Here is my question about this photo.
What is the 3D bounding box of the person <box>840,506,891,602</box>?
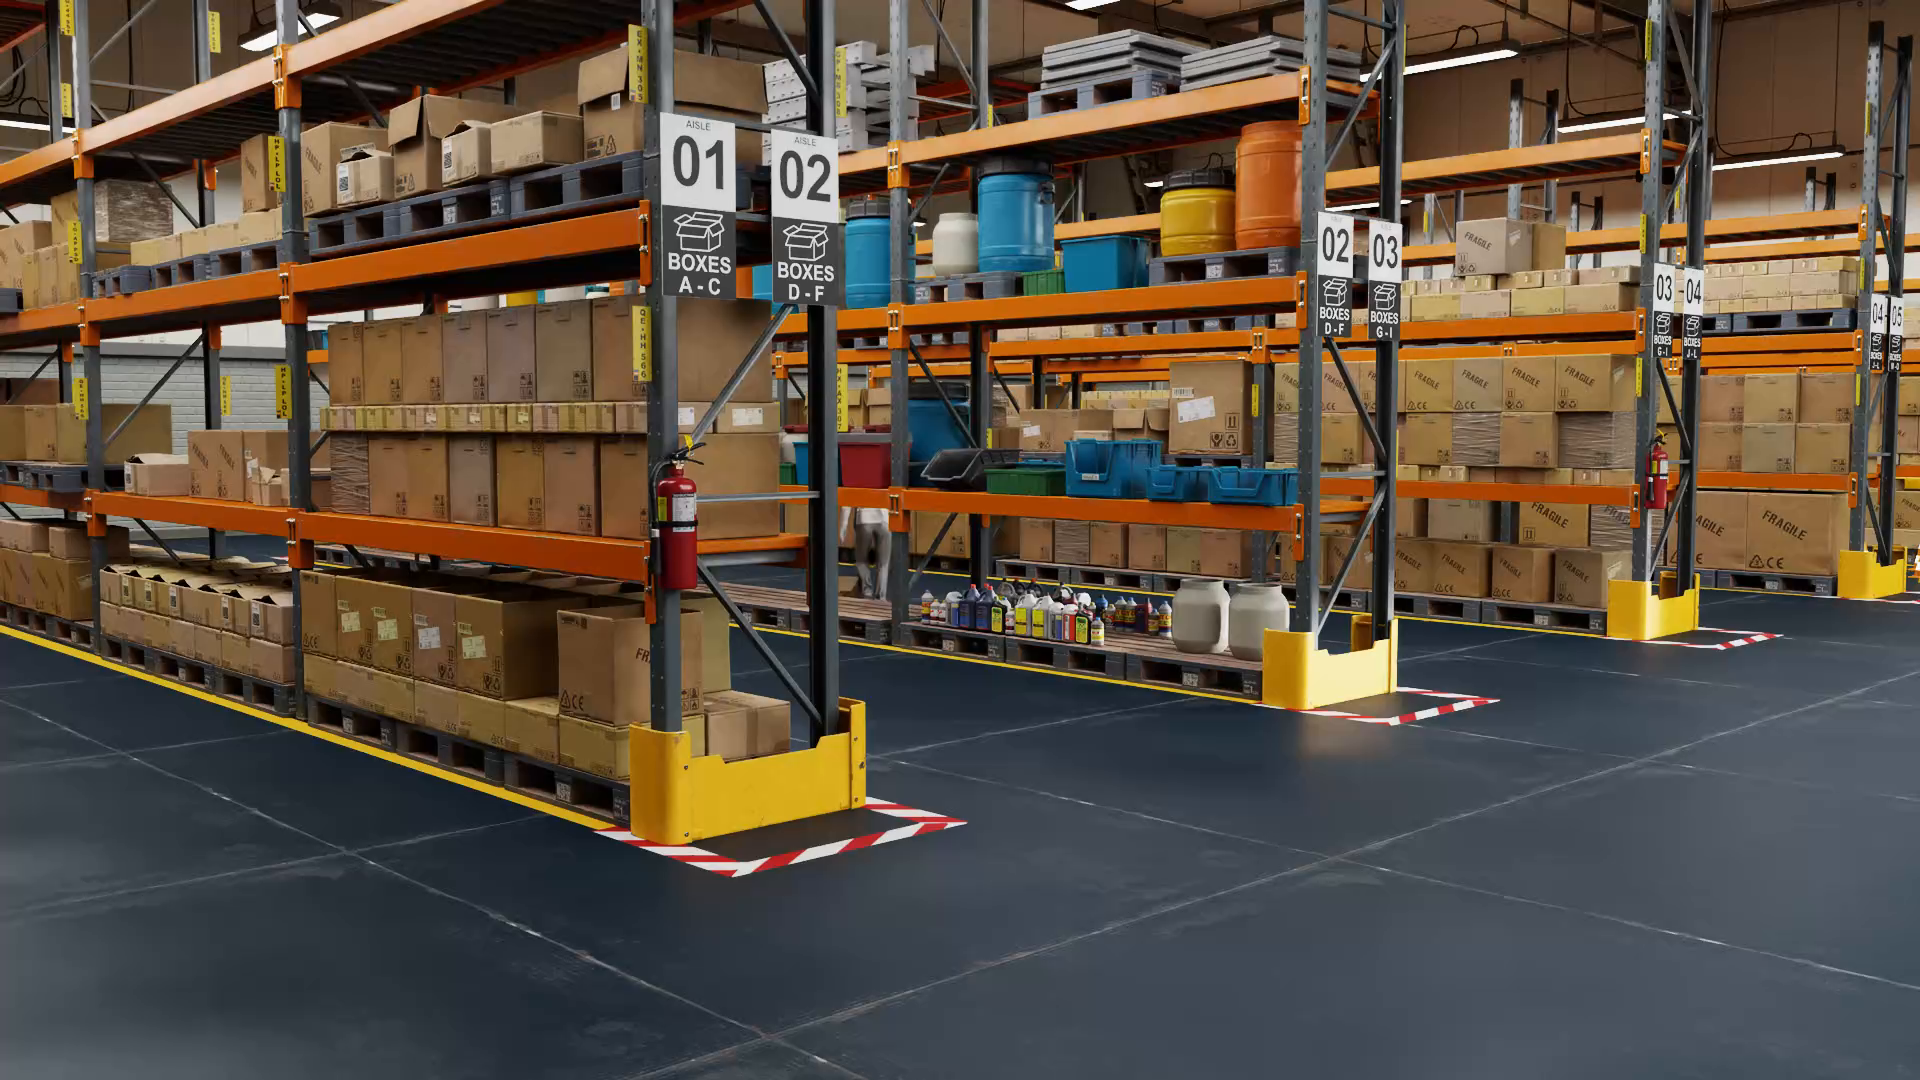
[{"bbox_3d":[-0.876,-0.101,16.334,0.602,1.679,0.635,0,4,-4],"label":"person"}]
